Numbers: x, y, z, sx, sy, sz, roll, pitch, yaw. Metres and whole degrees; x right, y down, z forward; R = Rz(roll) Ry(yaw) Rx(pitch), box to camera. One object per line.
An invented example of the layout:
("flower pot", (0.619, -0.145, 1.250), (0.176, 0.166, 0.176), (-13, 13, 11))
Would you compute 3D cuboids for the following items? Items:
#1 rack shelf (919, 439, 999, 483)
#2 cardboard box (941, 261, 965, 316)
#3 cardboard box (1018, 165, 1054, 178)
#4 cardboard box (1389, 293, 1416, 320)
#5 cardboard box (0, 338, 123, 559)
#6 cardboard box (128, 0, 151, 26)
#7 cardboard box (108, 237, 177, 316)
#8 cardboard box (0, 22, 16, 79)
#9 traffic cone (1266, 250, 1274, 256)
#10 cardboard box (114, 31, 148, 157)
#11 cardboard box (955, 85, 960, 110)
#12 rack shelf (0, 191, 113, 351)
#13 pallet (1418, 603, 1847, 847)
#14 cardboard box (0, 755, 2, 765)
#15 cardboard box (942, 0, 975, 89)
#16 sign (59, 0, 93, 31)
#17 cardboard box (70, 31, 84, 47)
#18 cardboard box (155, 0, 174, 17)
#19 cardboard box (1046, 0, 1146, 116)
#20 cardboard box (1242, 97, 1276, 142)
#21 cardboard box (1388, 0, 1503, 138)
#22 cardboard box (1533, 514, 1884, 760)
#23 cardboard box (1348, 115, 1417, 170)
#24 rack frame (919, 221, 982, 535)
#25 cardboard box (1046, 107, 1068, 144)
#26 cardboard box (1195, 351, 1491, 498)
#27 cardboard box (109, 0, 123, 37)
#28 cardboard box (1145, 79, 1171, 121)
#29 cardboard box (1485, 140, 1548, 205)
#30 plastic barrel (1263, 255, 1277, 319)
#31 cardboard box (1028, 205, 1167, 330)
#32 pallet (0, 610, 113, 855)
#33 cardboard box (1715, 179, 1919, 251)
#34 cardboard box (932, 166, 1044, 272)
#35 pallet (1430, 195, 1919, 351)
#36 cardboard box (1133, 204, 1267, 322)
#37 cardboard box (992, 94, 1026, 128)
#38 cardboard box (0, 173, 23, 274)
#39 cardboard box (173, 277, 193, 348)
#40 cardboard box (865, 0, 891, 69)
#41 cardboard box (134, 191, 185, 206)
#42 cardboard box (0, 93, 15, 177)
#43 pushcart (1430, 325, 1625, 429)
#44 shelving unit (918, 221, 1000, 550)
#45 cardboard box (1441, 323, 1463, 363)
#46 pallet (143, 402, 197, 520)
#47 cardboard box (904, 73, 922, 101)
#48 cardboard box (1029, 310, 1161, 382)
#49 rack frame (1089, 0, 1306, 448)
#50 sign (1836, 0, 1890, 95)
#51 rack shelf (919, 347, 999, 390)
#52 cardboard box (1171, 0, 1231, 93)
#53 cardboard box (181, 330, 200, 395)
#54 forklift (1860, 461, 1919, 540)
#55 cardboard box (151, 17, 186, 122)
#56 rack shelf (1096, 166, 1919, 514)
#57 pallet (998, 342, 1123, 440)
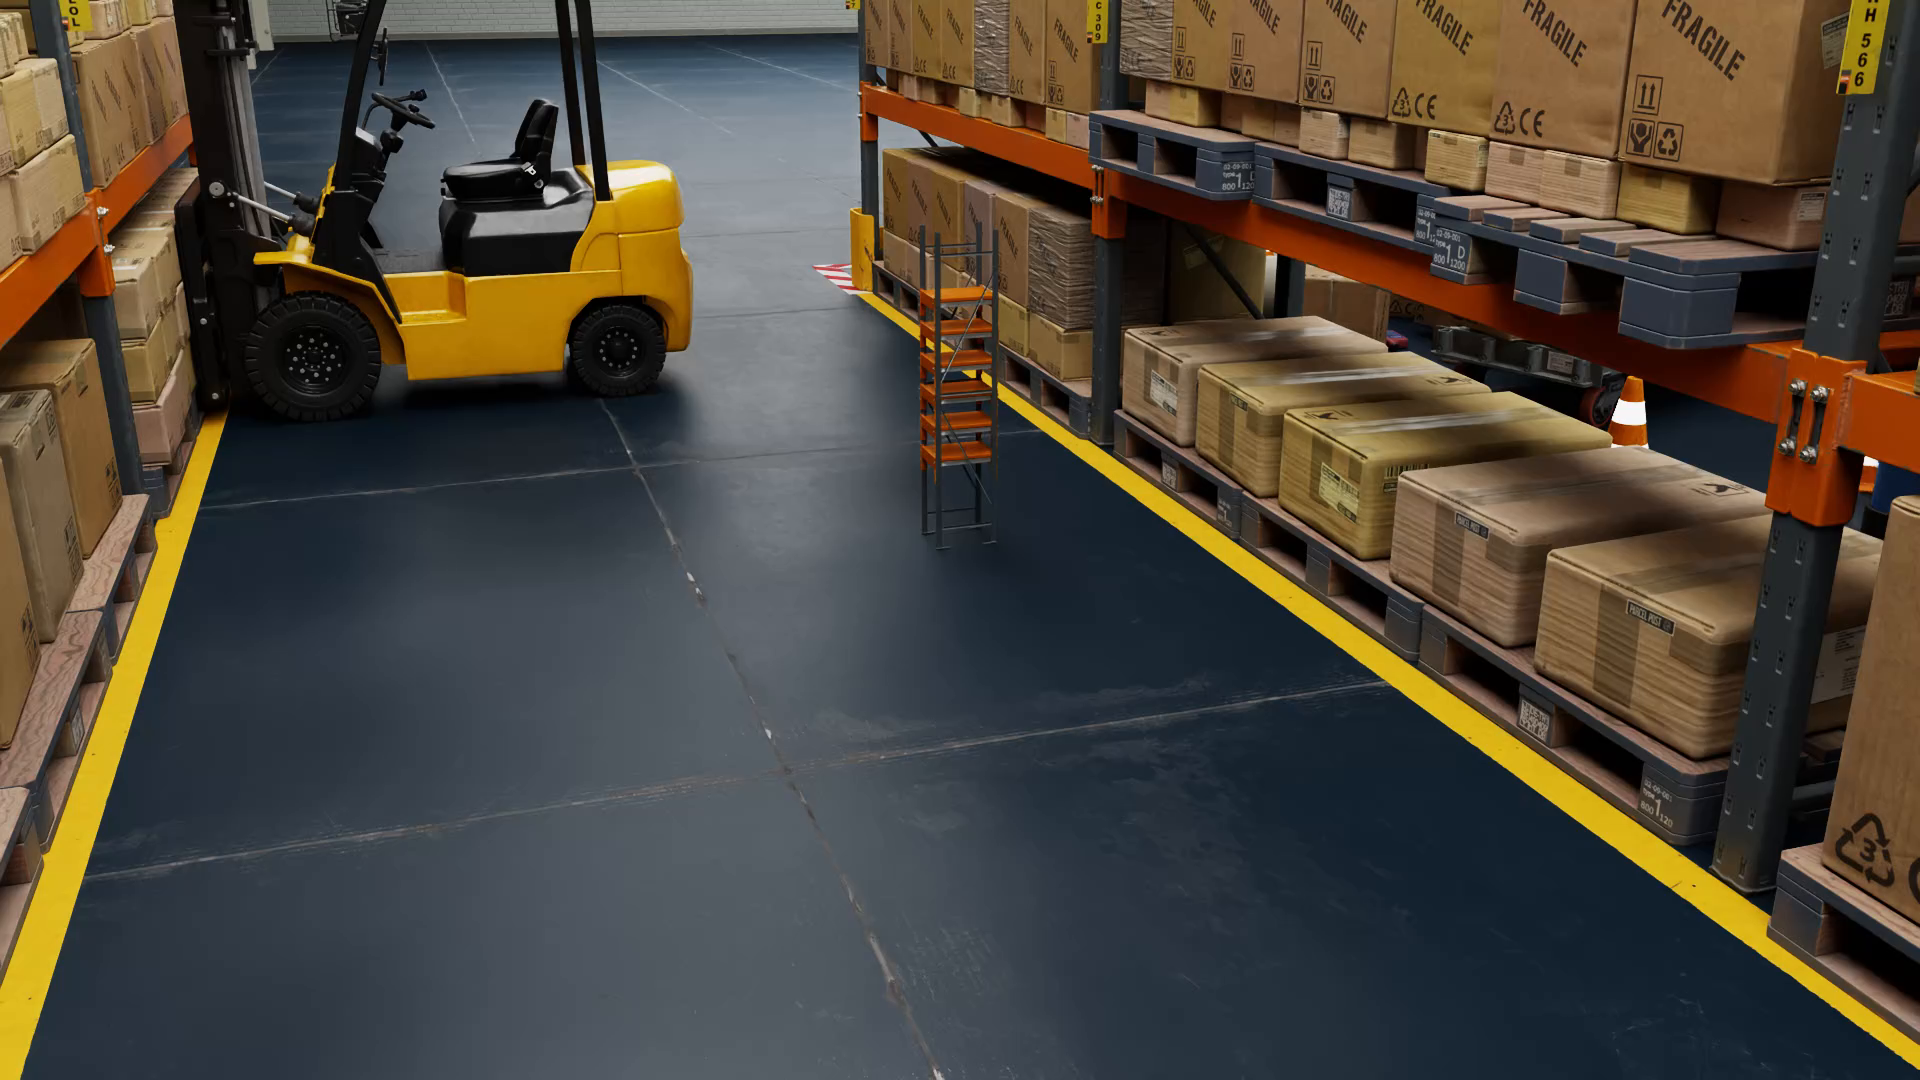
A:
("rack shelf", (-0.005, -0.302, 6.323), (0.258, 0.103, 0.180), (-6, 21, -17))
("cardboard box", (0.164, -1.466, 9.506), (0.500, 0.250, 0.500), (-5, 20, -14))
("cardboard box", (0.655, -1.886, 9.567), (0.500, 0.500, 0.500), (-7, 21, -18))
("cardboard box", (2.792, -1.719, 10.458), (0.637, 0.503, 0.797), (12, 23, 30))
("cardboard box", (-3.442, -0.290, 5.679), (0.875, 0.625, 0.625), (-5, 20, -15))
("cardboard box", (-4.073, -2.522, 7.893), (0.380, 0.149, 0.250), (-6, 21, -17))
("cardboard box", (-3.622, -1.104, 7.021), (0.500, 0.250, 0.500), (-6, 21, -17))
("cardboard box", (-2.965, -1.407, 4.790), (0.380, 0.149, 0.250), (-7, 21, -19))
("traffic cone", (2.143, -2.221, 11.915), (0.336, 0.463, 0.334), (-6, 21, -17))
("cardboard box", (-3.848, -1.921, 7.180), (0.500, 0.500, 0.500), (-7, 21, -18))
("cardboard box", (0.190, -2.434, 9.128), (0.380, 0.149, 0.250), (-7, 21, -19))
("rack shelf", (-2.988, -0.396, 4.146), (1.077, 0.370, 4.000), (-6, 21, -17))
("pallet", (2.107, 0.440, 4.879), (1.003, 0.211, 1.213), (-6, 21, -17))
("cardboard box", (-2.756, 0.417, 3.711), (0.875, 0.625, 0.625), (-6, 21, -15))
("cardboard box", (0.217, -2.703, 8.915), (0.500, 0.500, 0.500), (-7, 21, -18))
("sign", (-3.105, -1.945, 5.798), (0.100, 0.325, 0.005), (-6, 21, -17))
("cardboard box", (-3.550, -1.942, 6.278), (0.380, 0.149, 0.250), (-6, 21, -16))
("cardboard box", (-4.391, -2.852, 8.812), (0.380, 0.149, 0.250), (-6, 21, -16))
("cardboard box", (0.718, -2.208, 7.539), (0.500, 0.500, 0.500), (-7, 21, -19))
("cardboard box", (1.241, -1.523, 5.969), (0.380, 0.149, 0.250), (-6, 21, -16))
("cardboard box", (1.612, -1.449, 4.804), (0.500, 0.500, 0.500), (-8, 21, -21))
("cardboard box", (2.183, 0.235, 4.590), (0.950, 0.372, 0.625), (-8, 21, -21))
("cardboard box", (1.463, -1.270, 5.265), (0.380, 0.149, 0.250), (-7, 21, -19))
("rack frame", (-0.033, -0.599, 6.308), (0.240, 1.200, 0.006), (-6, 21, -17))
("cardboard box", (0.619, -1.937, 7.743), (0.380, 0.149, 0.250), (-6, 21, -16))
("cardboard box", (1.490, -0.468, 6.547), (0.950, 0.372, 0.625), (-5, 20, -14))
("cardboard box", (-3.747, -2.194, 6.980), (0.380, 0.149, 0.250), (-7, 21, -18))
("cardboard box", (0.968, -1.773, 6.667), (0.380, 0.149, 0.250), (-6, 21, -16))
("cardboard box", (1.678, -1.017, 4.561), (0.380, 0.149, 0.250), (-7, 21, -20))
("plastic barrel", (1.923, -1.474, 9.894), (0.512, 0.421, 0.421), (8, 21, 20))
("cardboard box", (0.653, -1.323, 7.999), (0.500, 0.500, 0.500), (-7, 21, -18))
("pallet", (-2.961, 0.560, 4.544), (1.003, 0.211, 1.213), (-6, 21, -17))
("cardboard box", (2.025, -0.781, 3.904), (0.380, 0.149, 0.250), (-6, 21, -15))
("cardboard box", (0.154, -1.820, 9.384), (0.500, 0.500, 0.500), (-6, 21, -16))
("pallet", (2.026, -0.748, 4.347), (1.213, 0.211, 1.003), (-6, 21, -17))
("cardboard box", (1.165, -1.380, 8.157), (0.500, 0.500, 0.500), (-5, 20, -15))
("cardboard box", (0.381, -2.183, 8.429), (0.380, 0.149, 0.250), (-7, 21, -18))
("cardboard box", (-2.920, -0.849, 4.563), (0.500, 0.250, 0.500), (-6, 21, -17))
("cardboard box", (-3.783, -1.027, 7.546), (0.500, 0.250, 0.500), (-7, 21, -18))
("cardboard box", (-0.278, -3.194, 10.284), (0.500, 0.500, 0.500), (-7, 21, -18))
("cardboard box", (-4.099, -1.595, 8.388), (0.500, 0.250, 0.500), (-6, 21, -17))
("cardboard box", (-2.896, -1.082, 4.473), (0.500, 0.250, 0.500), (-6, 21, -16))
("pushcart", (3.243, -0.929, 8.445), (1.648, 0.377, 0.936), (-15, 25, -36))
("shelving unit", (-0.005, -0.569, 6.227), (0.258, 1.200, 0.189), (-6, 21, -17))
("cardboard box", (2.875, -1.108, 9.108), (0.396, 0.266, 0.258), (12, 23, 30))
("pallet", (-3.827, -0.324, 7.005), (1.003, 0.211, 1.213), (-6, 21, -17))
("cardboard box", (-0.118, -2.680, 9.812), (0.380, 0.149, 0.250), (-6, 21, -16))
("cardboard box", (0.653, -0.970, 8.125), (0.500, 0.250, 0.500), (-5, 20, -15))
("rack frame", (1.094, -1.905, 7.283), (1.000, 3.000, 0.127), (-6, 21, -17))
("sign", (1.839, -1.068, 3.358), (0.100, 0.325, 0.005), (-6, 21, -17))
("rack shelf", (-0.005, -0.640, 6.201), (0.258, 0.103, 0.180), (-6, 21, -17))
("cardboard box", (1.127, -1.948, 6.194), (0.500, 0.500, 0.500), (-6, 21, -17))
("cardboard box", (-3.805, -0.795, 7.639), (0.500, 0.250, 0.500), (-6, 21, -16))
("forklift", (4.747, -1.233, 5.515), (3.031, 2.935, 1.130), (-7, 21, -19))
("cardboard box", (-4.316, -2.410, 8.540), (0.500, 0.500, 0.500), (-6, 21, -15))
("rack shelf", (1.722, -0.925, 5.618), (1.077, 0.370, 4.000), (-6, 21, -17))
("pallet", (0.849, -0.804, 8.344), (1.003, 0.211, 1.213), (-6, 21, -17))
